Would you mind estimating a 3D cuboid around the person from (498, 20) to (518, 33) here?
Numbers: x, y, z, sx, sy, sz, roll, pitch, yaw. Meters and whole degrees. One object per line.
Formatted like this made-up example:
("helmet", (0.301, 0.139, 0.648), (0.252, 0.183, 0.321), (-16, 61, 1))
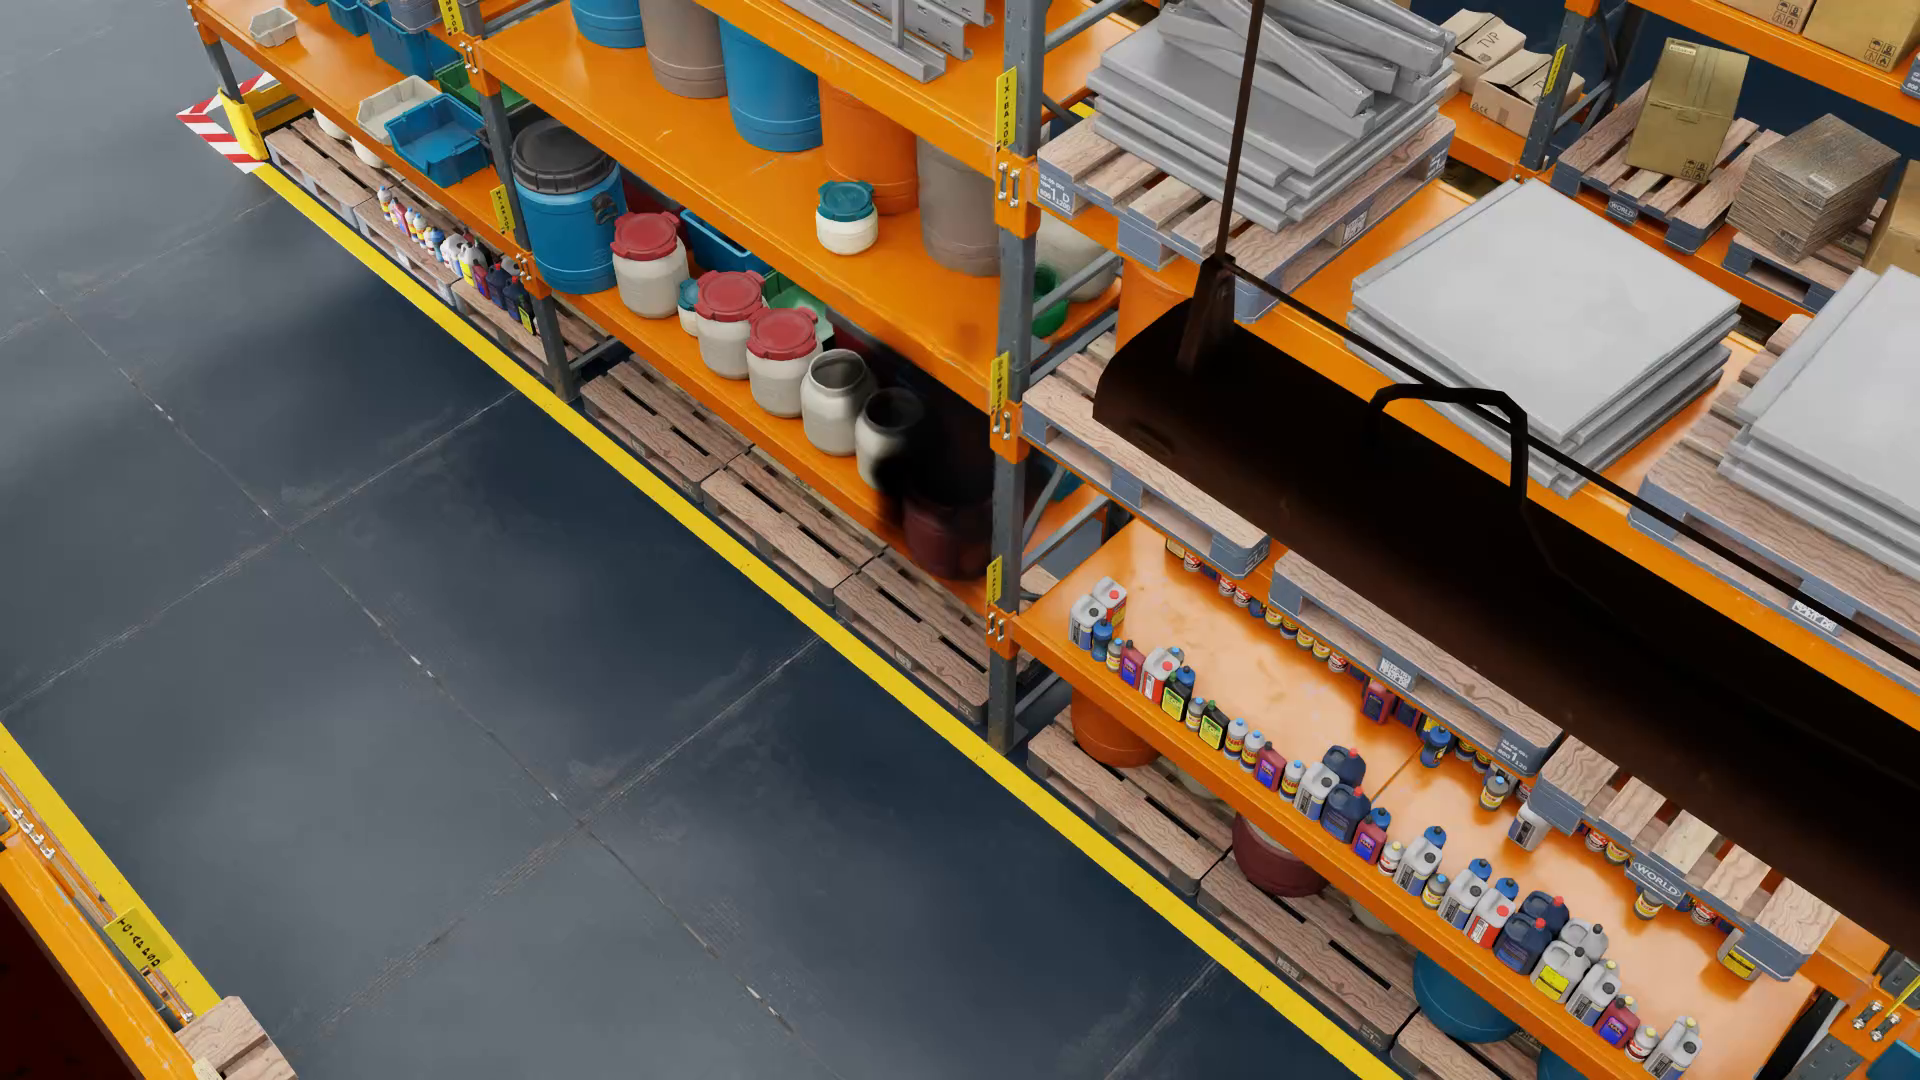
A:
("person", (-3.954, -4.699, 13.217), (0.728, 1.801, 0.678), (25, 54, 20))
